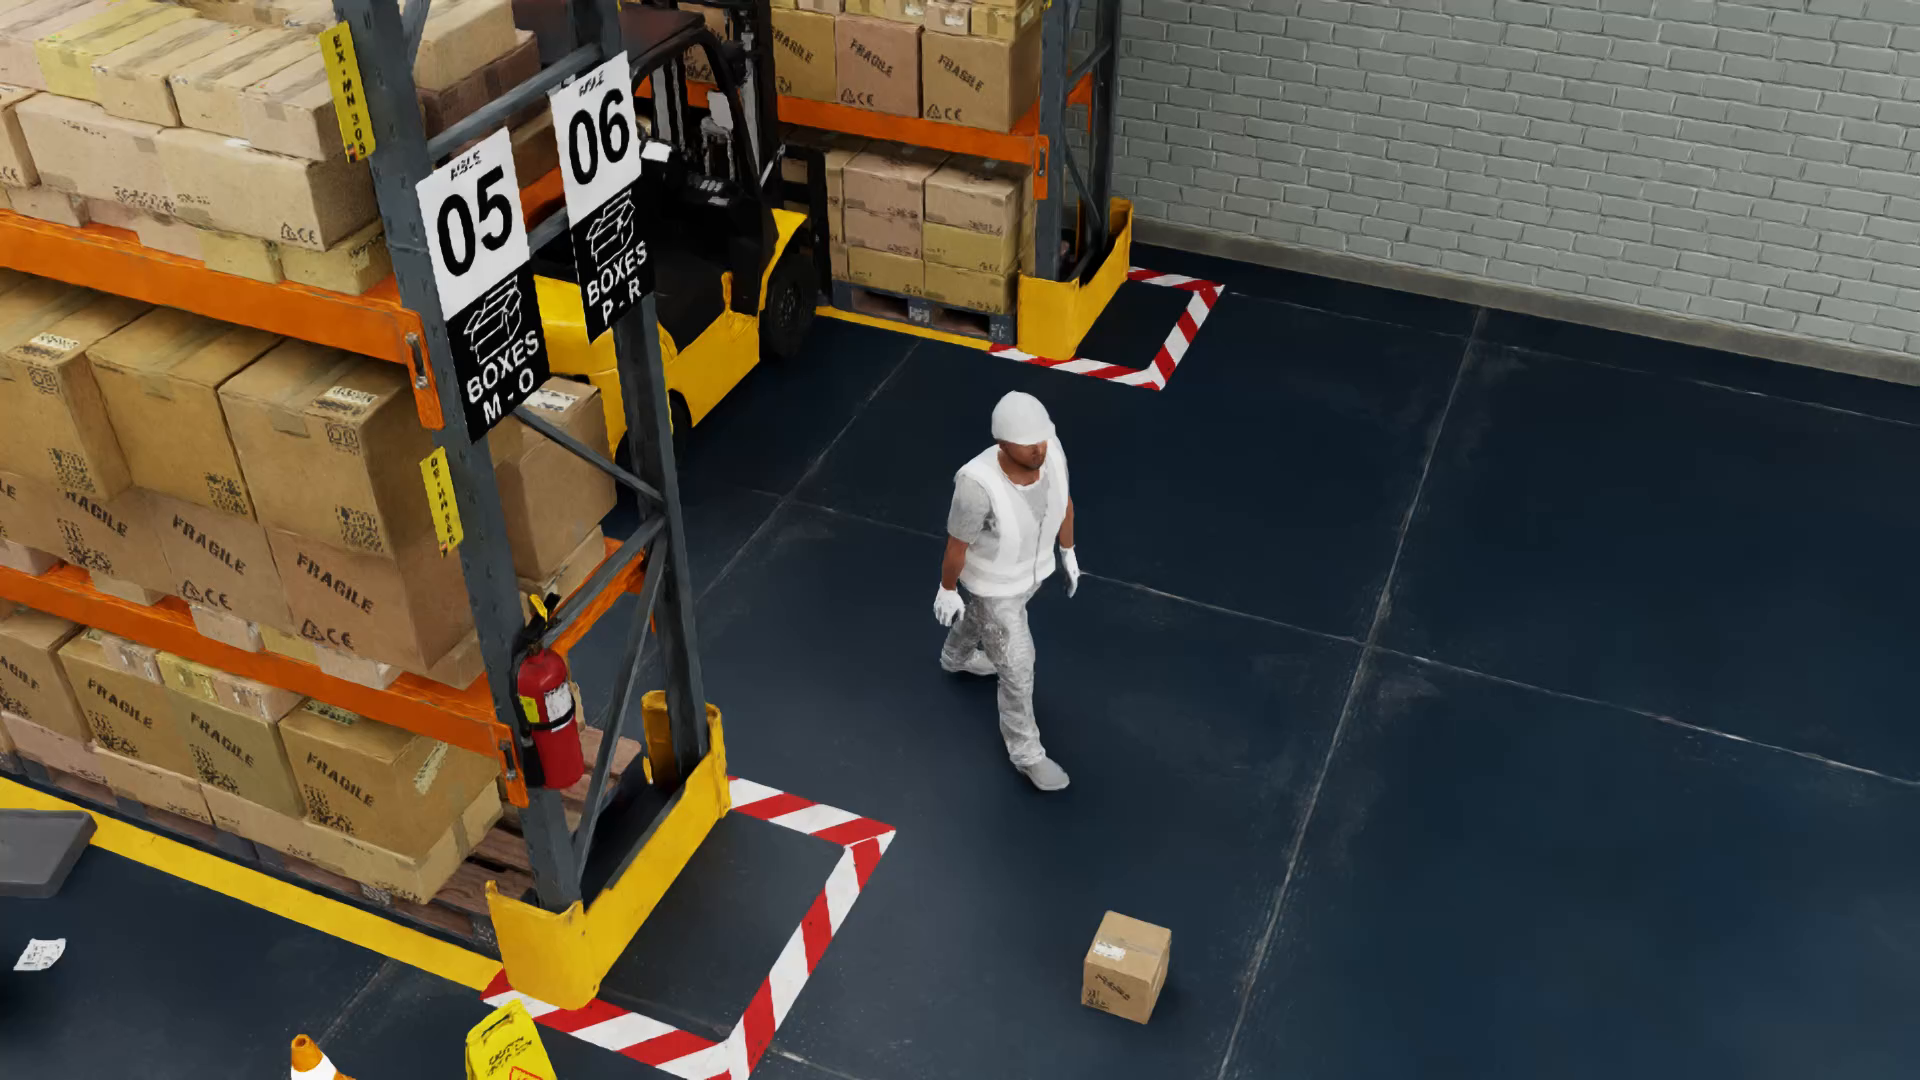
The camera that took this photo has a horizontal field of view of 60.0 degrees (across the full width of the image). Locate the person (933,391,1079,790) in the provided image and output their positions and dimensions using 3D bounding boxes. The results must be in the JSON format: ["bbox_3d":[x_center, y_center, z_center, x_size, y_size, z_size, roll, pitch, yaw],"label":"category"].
[{"bbox_3d":[0.192,0.126,6.664,0.936,1.758,0.596,30,46,34],"label":"person"}]
